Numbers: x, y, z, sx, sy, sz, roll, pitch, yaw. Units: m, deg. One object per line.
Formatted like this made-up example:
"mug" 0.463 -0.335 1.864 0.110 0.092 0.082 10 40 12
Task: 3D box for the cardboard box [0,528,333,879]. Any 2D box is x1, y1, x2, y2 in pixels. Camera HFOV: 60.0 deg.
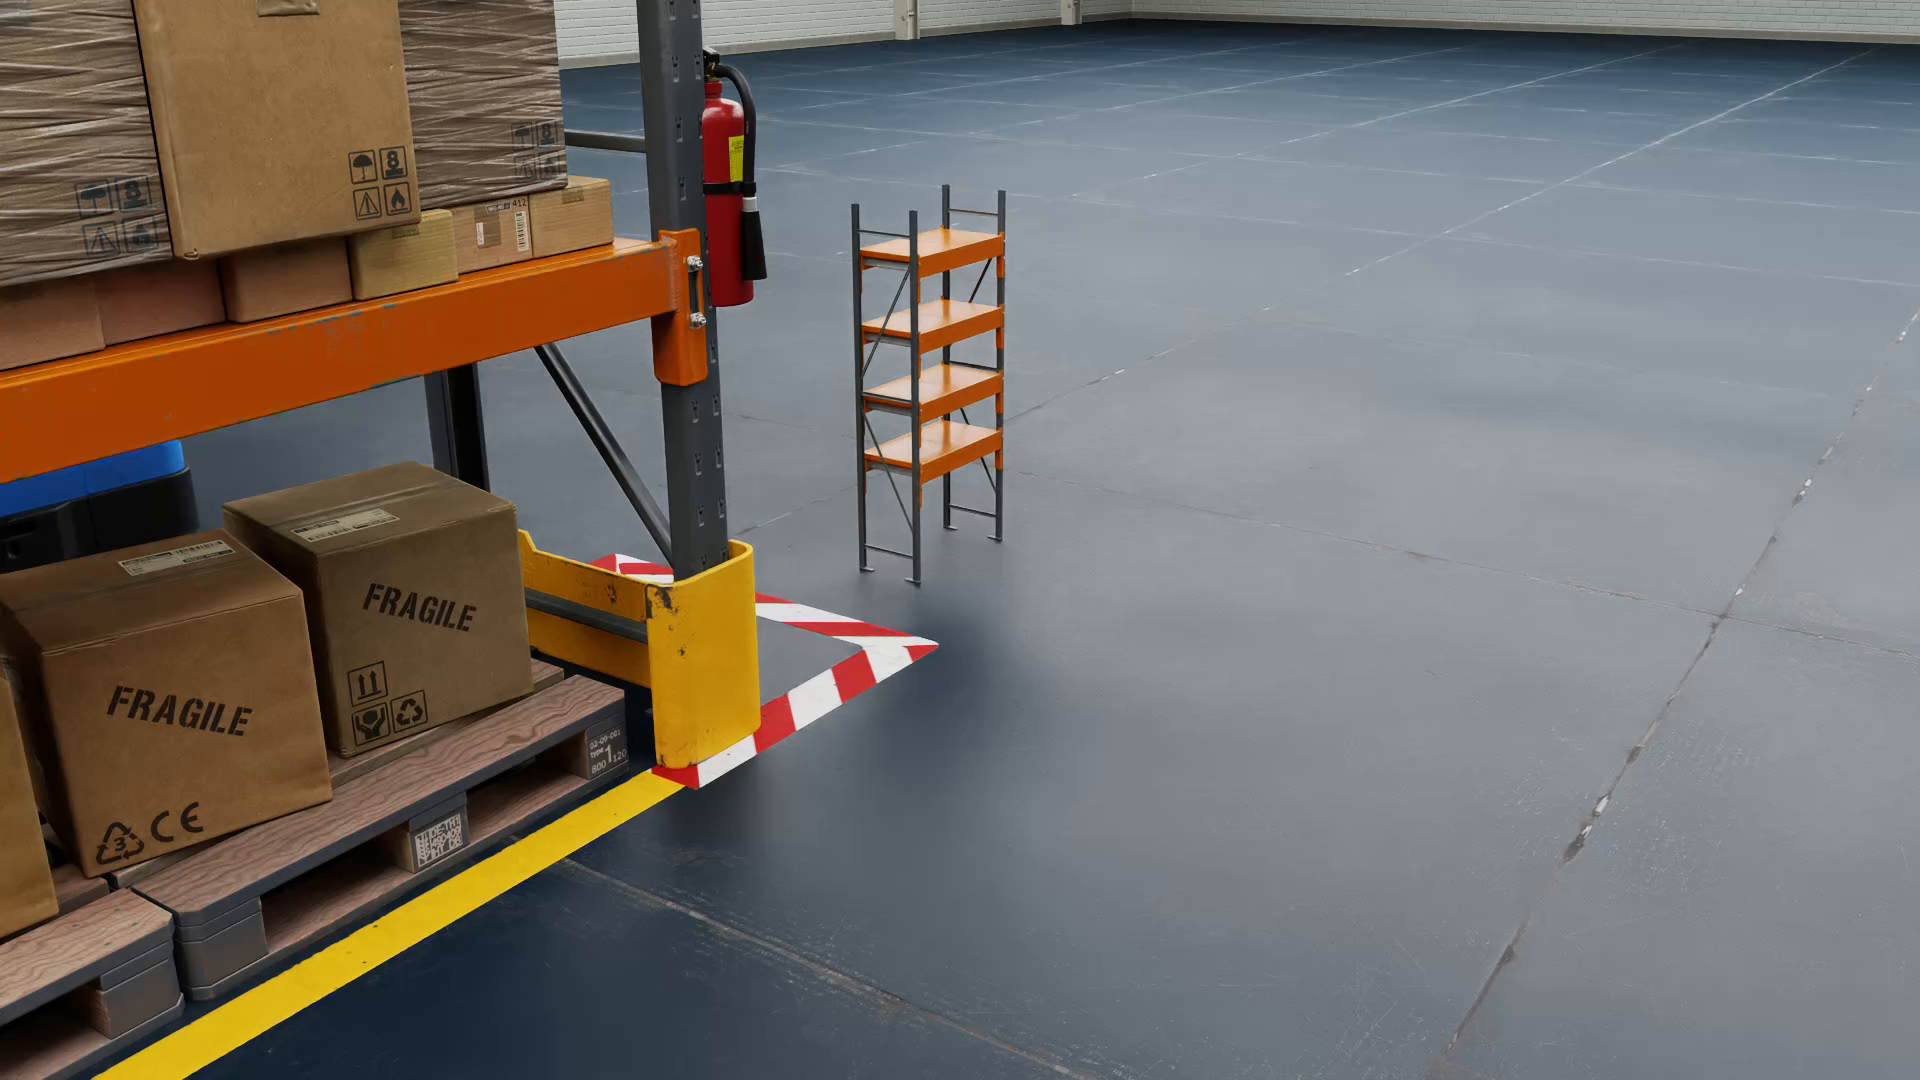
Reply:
"cardboard box" -1.715 0.325 3.561 0.500 0.500 0.500 -17 26 -38

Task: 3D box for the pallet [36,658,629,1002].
"pallet" -1.571 0.551 3.971 1.003 0.211 1.213 13 24 32

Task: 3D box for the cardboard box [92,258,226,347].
"cardboard box" -1.599 -0.479 3.099 0.380 0.149 0.250 13 24 32

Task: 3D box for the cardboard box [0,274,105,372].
"cardboard box" -1.721 -0.403 2.893 0.380 0.149 0.250 13 24 32

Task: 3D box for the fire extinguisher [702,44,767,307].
"fire extinguisher" -0.597 -0.911 4.017 0.296 0.674 0.183 13 24 32

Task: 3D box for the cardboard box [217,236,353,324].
"cardboard box" -1.424 -0.543 3.271 0.380 0.149 0.250 13 24 32

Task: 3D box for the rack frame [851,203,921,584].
"rack frame" -0.230 -0.445 5.239 0.240 1.200 0.015 13 24 32

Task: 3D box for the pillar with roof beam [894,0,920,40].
"pillar with roof beam" 2.569 -12.741 27.237 9.100 9.000 0.400 13 24 32

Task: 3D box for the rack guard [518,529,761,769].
"rack guard" -1.085 0.189 4.532 1.175 0.500 0.348 13 24 32

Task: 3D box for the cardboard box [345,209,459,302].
"cardboard box" -1.271 -0.612 3.457 0.380 0.149 0.250 13 24 32

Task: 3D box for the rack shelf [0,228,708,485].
"rack shelf" -2.167 -0.094 2.731 1.077 0.370 4.000 13 24 32

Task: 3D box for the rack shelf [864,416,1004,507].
"rack shelf" -0.093 -0.266 5.521 0.258 0.148 0.480 13 24 32

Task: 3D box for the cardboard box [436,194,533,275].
"cardboard box" -1.173 -0.693 3.678 0.380 0.149 0.250 13 24 32

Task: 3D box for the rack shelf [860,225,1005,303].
"rack shelf" -0.093 -0.884 5.292 0.258 0.148 0.480 13 24 32

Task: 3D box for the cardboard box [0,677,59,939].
"cardboard box" -2.083 0.501 3.085 0.500 0.500 0.500 16 26 37

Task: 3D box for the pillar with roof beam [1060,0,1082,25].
"pillar with roof beam" 5.942 -14.462 31.891 9.100 9.000 0.400 13 24 32

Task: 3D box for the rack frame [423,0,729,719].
"rack frame" -1.042 -1.005 4.158 1.000 3.000 0.127 13 24 32

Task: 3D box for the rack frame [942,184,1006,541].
"rack frame" 0.044 -0.585 5.618 0.240 1.200 0.015 13 24 32

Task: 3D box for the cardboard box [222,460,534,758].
"cardboard box" -1.407 0.147 4.043 0.500 0.500 0.500 19 28 42

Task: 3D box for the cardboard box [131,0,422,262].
"cardboard box" -1.556 -0.872 3.225 0.875 0.500 0.500 13 24 32

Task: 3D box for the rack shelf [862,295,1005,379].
"rack shelf" -0.093 -0.662 5.374 0.258 0.148 0.480 13 24 32

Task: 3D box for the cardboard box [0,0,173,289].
"cardboard box" -1.873 -0.737 2.860 0.875 0.500 0.500 13 24 32

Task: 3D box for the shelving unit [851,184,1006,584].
"shelving unit" -0.093 -0.515 5.428 0.258 1.200 0.503 13 24 32

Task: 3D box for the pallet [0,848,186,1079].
"pallet" -2.257 0.900 3.028 1.003 0.211 1.213 13 24 32

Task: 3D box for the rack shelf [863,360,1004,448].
"rack shelf" -0.093 -0.452 5.452 0.258 0.148 0.480 13 24 32

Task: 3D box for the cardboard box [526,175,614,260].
"cardboard box" -1.032 -0.765 3.871 0.380 0.149 0.250 13 24 32

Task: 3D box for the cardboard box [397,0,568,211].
"cardboard box" -1.374 -1.039 3.676 0.875 0.500 0.500 13 24 32

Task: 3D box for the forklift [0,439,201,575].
"forklift" -3.862 -1.021 4.301 1.130 2.935 3.031 15 25 36
